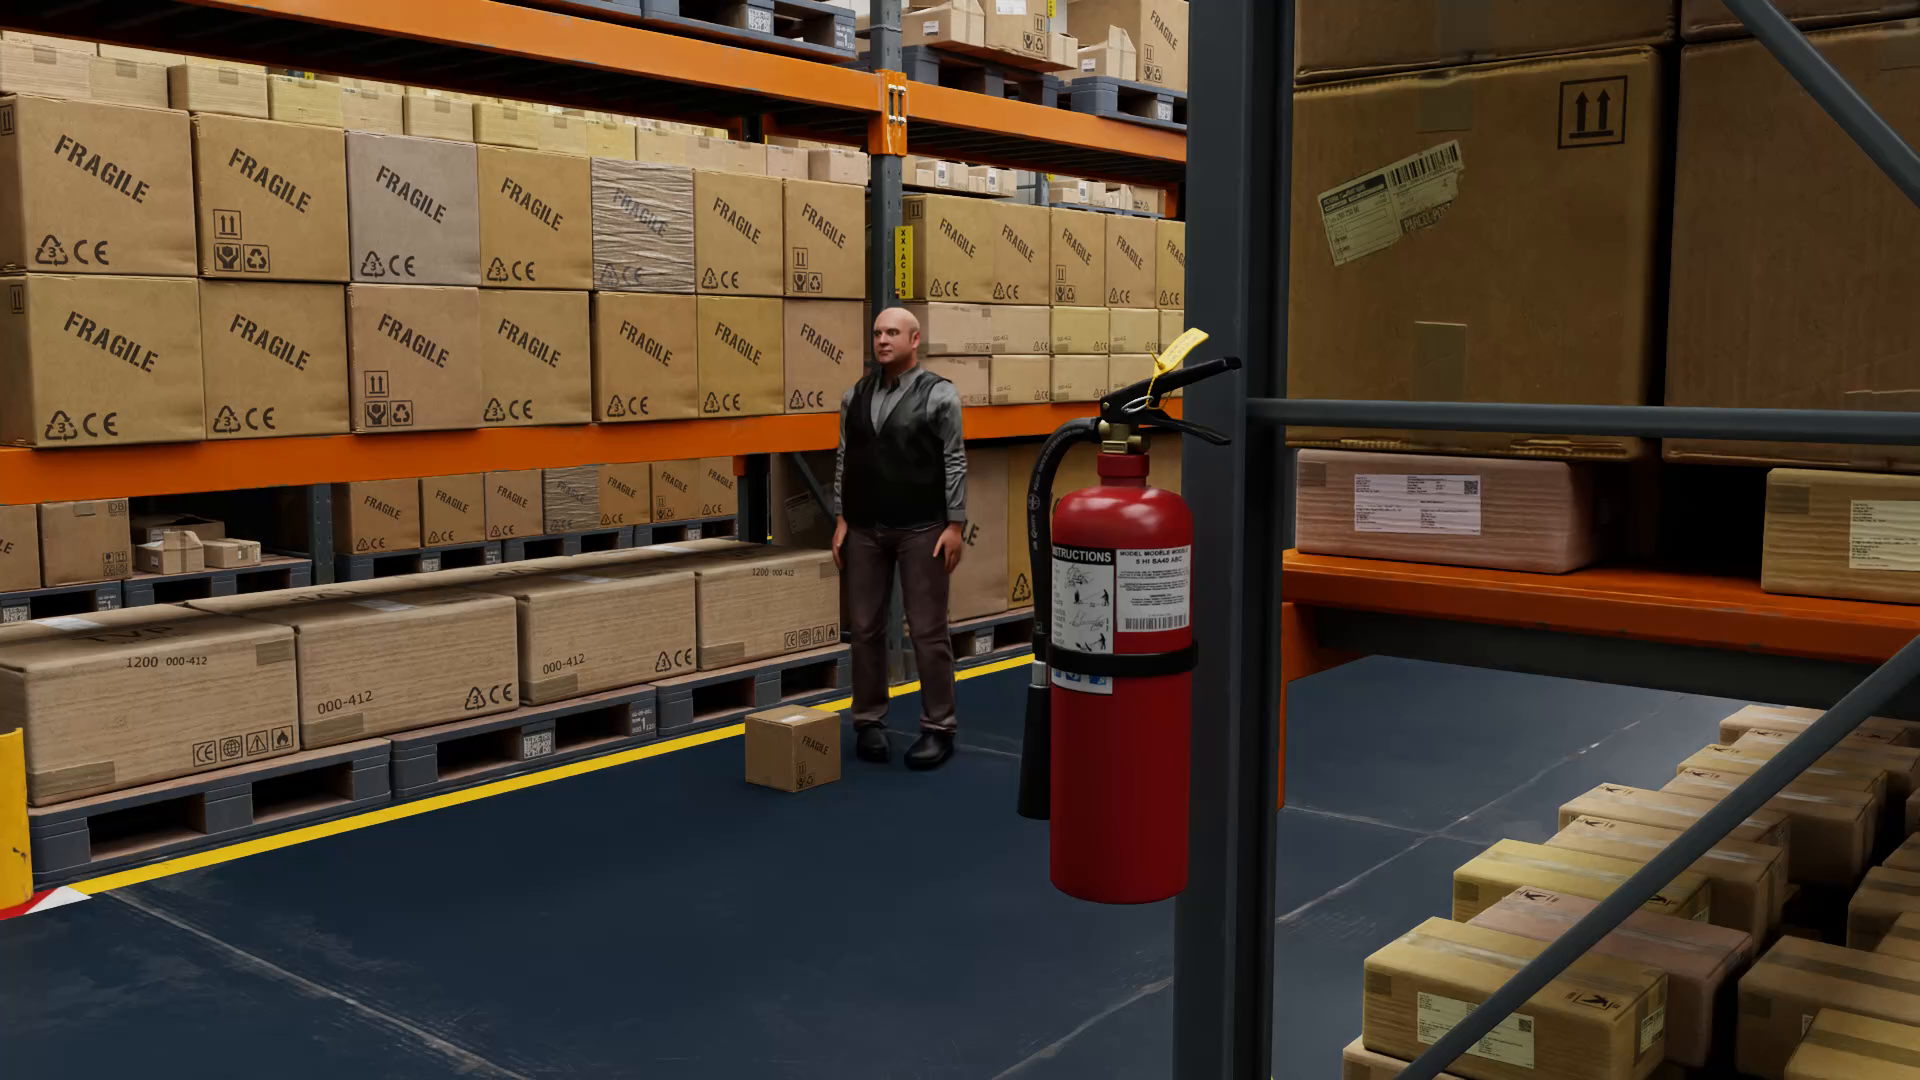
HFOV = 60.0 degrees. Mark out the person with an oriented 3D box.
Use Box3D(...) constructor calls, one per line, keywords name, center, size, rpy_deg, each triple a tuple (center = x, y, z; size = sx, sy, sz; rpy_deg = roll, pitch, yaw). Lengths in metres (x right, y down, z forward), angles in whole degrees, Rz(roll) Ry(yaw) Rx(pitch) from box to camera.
Box3D(name="person", center=(-0.247, -0.024, 6.413), size=(0.549, 1.730, 0.393), rpy_deg=(3, 7, 25))
